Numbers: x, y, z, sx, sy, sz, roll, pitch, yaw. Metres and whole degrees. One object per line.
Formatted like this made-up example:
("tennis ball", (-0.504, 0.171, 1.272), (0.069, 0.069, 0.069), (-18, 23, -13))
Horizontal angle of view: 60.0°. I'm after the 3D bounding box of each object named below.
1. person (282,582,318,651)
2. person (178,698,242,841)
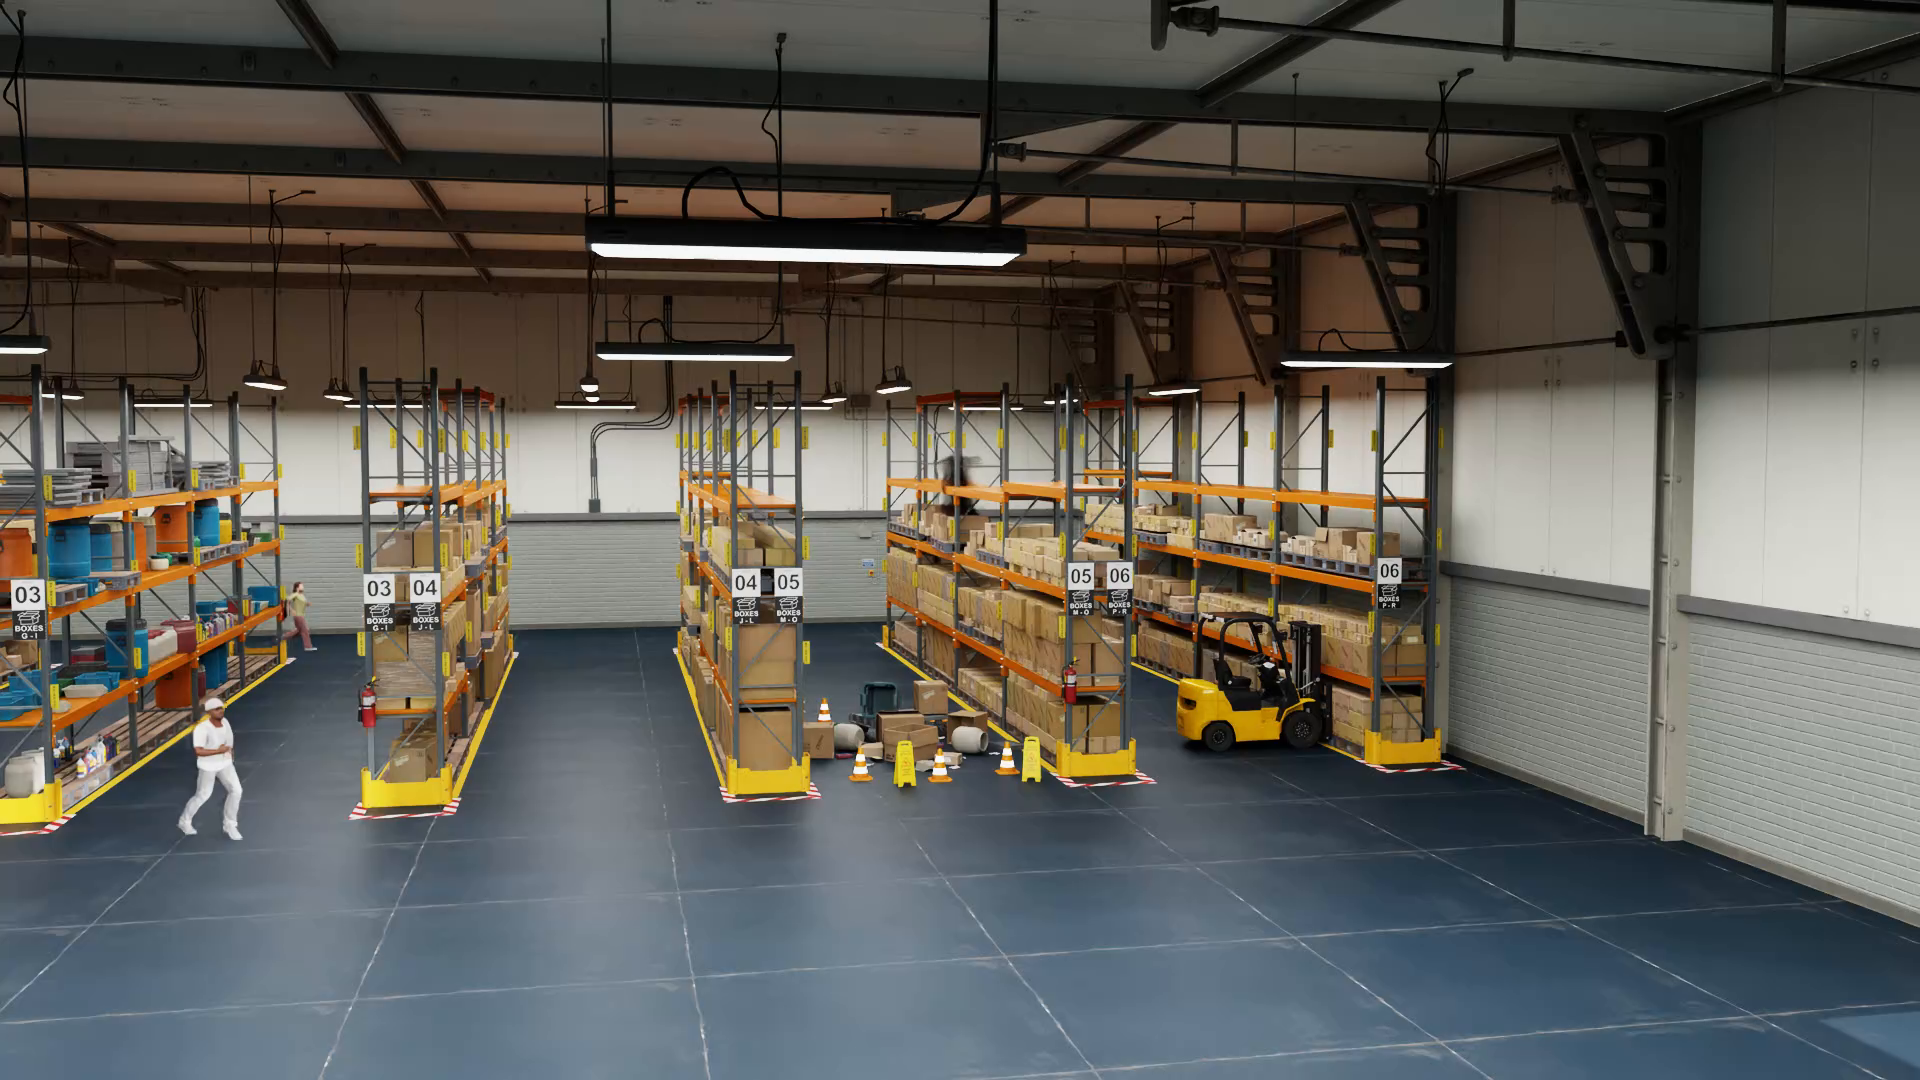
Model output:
("person", (-15.713, 1.809, 39.426), (0.907, 1.649, 0.573), (0, 3, -4))
("person", (-9.387, 2.880, 20.905), (0.905, 1.814, 0.711), (1, 4, 23))
